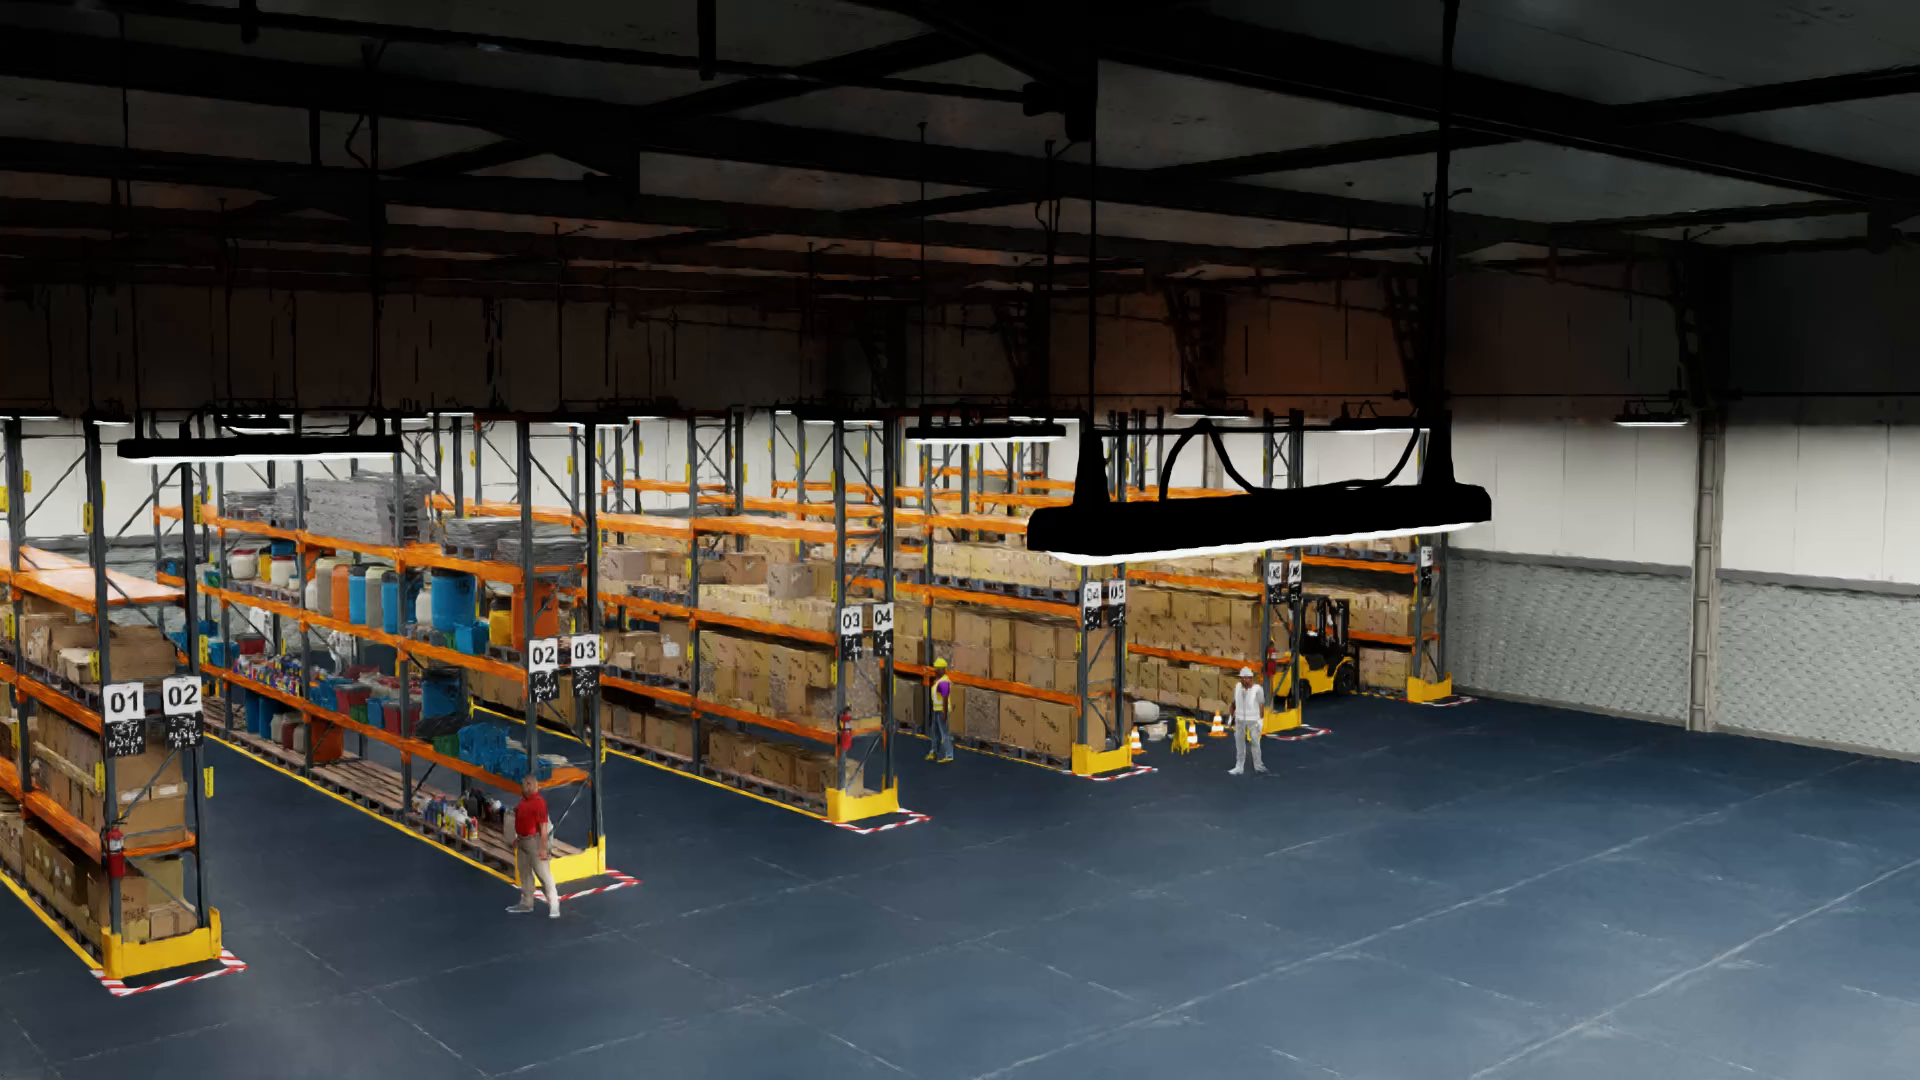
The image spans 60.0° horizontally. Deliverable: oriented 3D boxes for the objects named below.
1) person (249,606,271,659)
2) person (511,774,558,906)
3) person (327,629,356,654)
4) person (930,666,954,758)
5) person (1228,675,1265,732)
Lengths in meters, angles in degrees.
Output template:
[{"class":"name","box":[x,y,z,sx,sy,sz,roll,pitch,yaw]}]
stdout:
[{"class":"person","box":[-16.104,2.075,38.079,0.586,1.695,0.617,1,5,15]},{"class":"person","box":[-7.142,2.949,19.199,4.719,3.251,1.581,-4,6,-39]},{"class":"person","box":[-13.099,2.025,35.300,0.639,0.775,0.403,-5,7,-43]},{"class":"person","box":[-0.308,2.910,28.597,0.378,1.665,0.625,-1,5,-10]},{"class":"person","box":[4.778,2.717,27.770,0.621,0.931,0.363,3,6,28]}]
